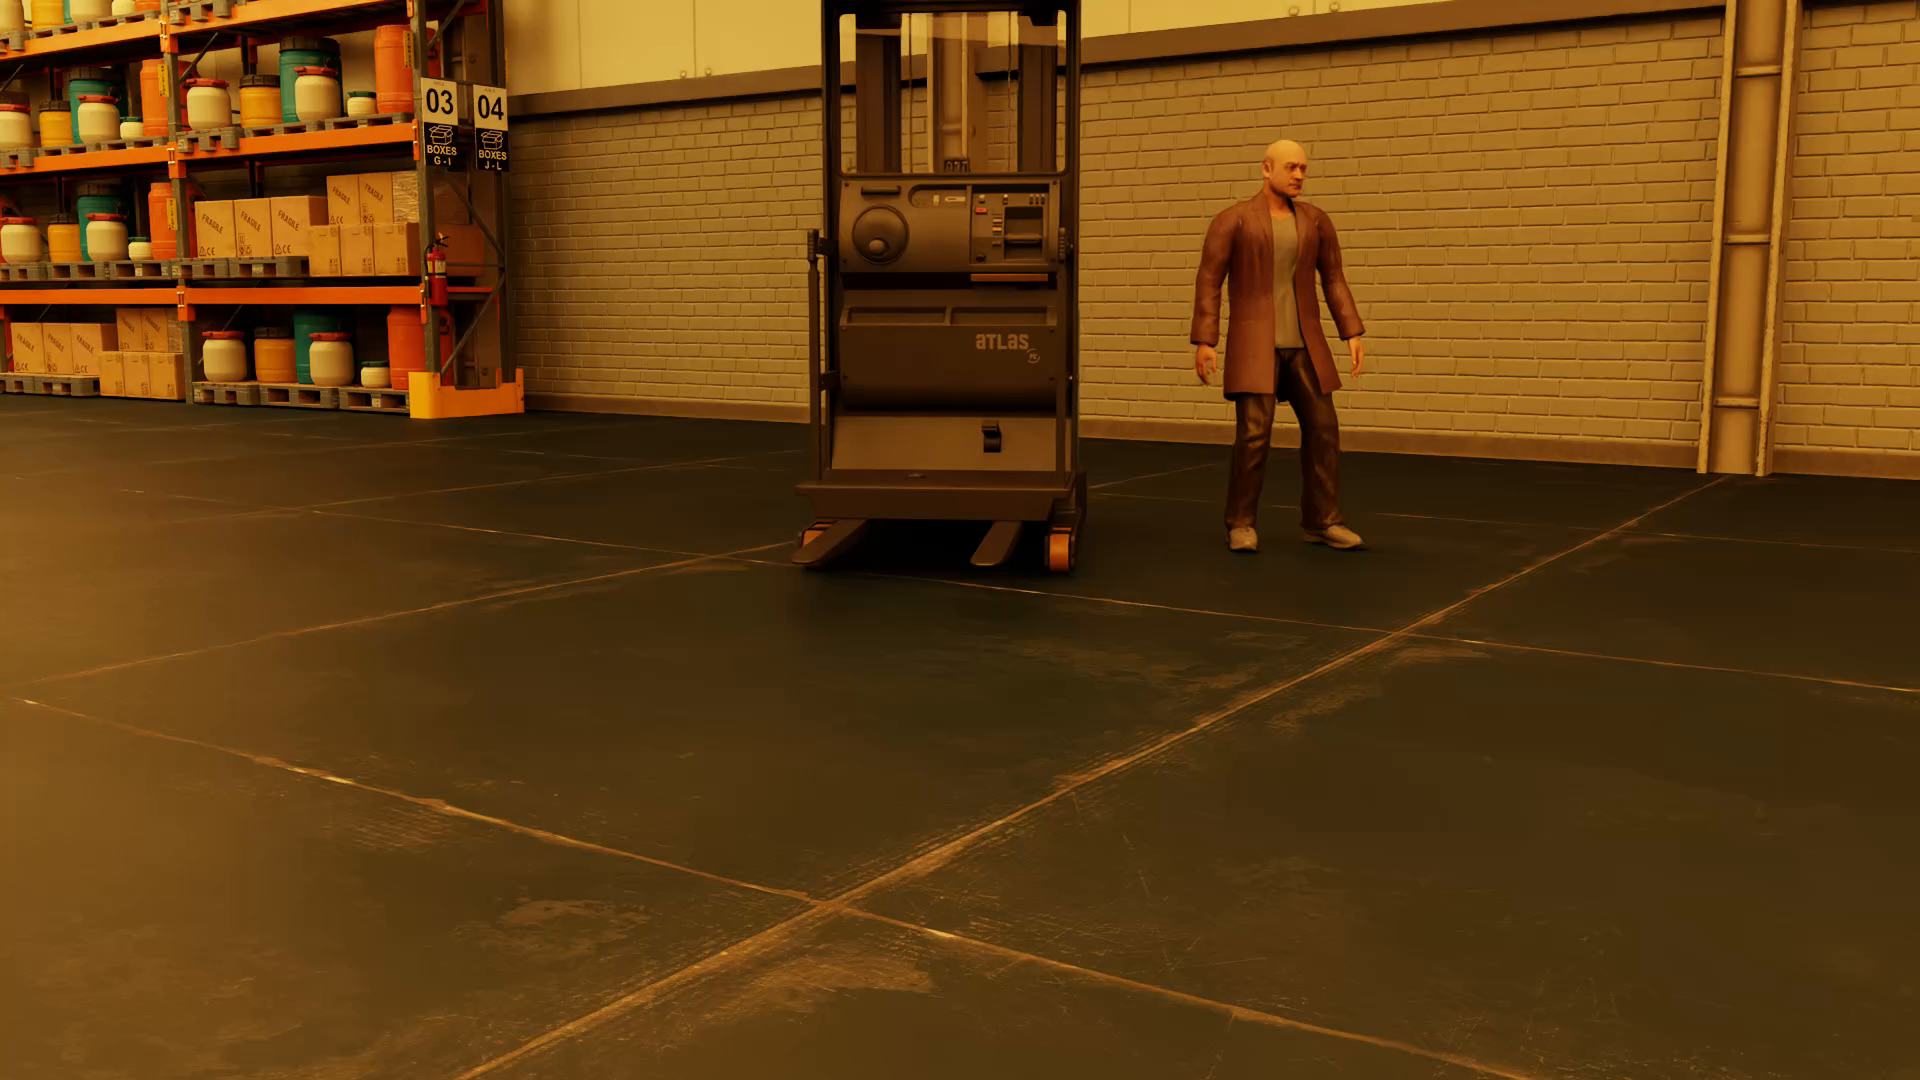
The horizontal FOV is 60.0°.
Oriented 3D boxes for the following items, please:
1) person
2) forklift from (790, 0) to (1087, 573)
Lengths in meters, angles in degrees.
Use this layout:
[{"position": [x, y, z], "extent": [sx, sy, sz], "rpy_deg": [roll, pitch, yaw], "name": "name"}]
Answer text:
[{"position": [1.405, -0.842, 7.251], "extent": [0.778, 1.766, 0.434], "rpy_deg": [-2, 8, -13], "name": "person"}, {"position": [-0.064, -1.366, 6.796], "extent": [1.130, 2.935, 3.031], "rpy_deg": [1, 8, 6], "name": "forklift"}]
